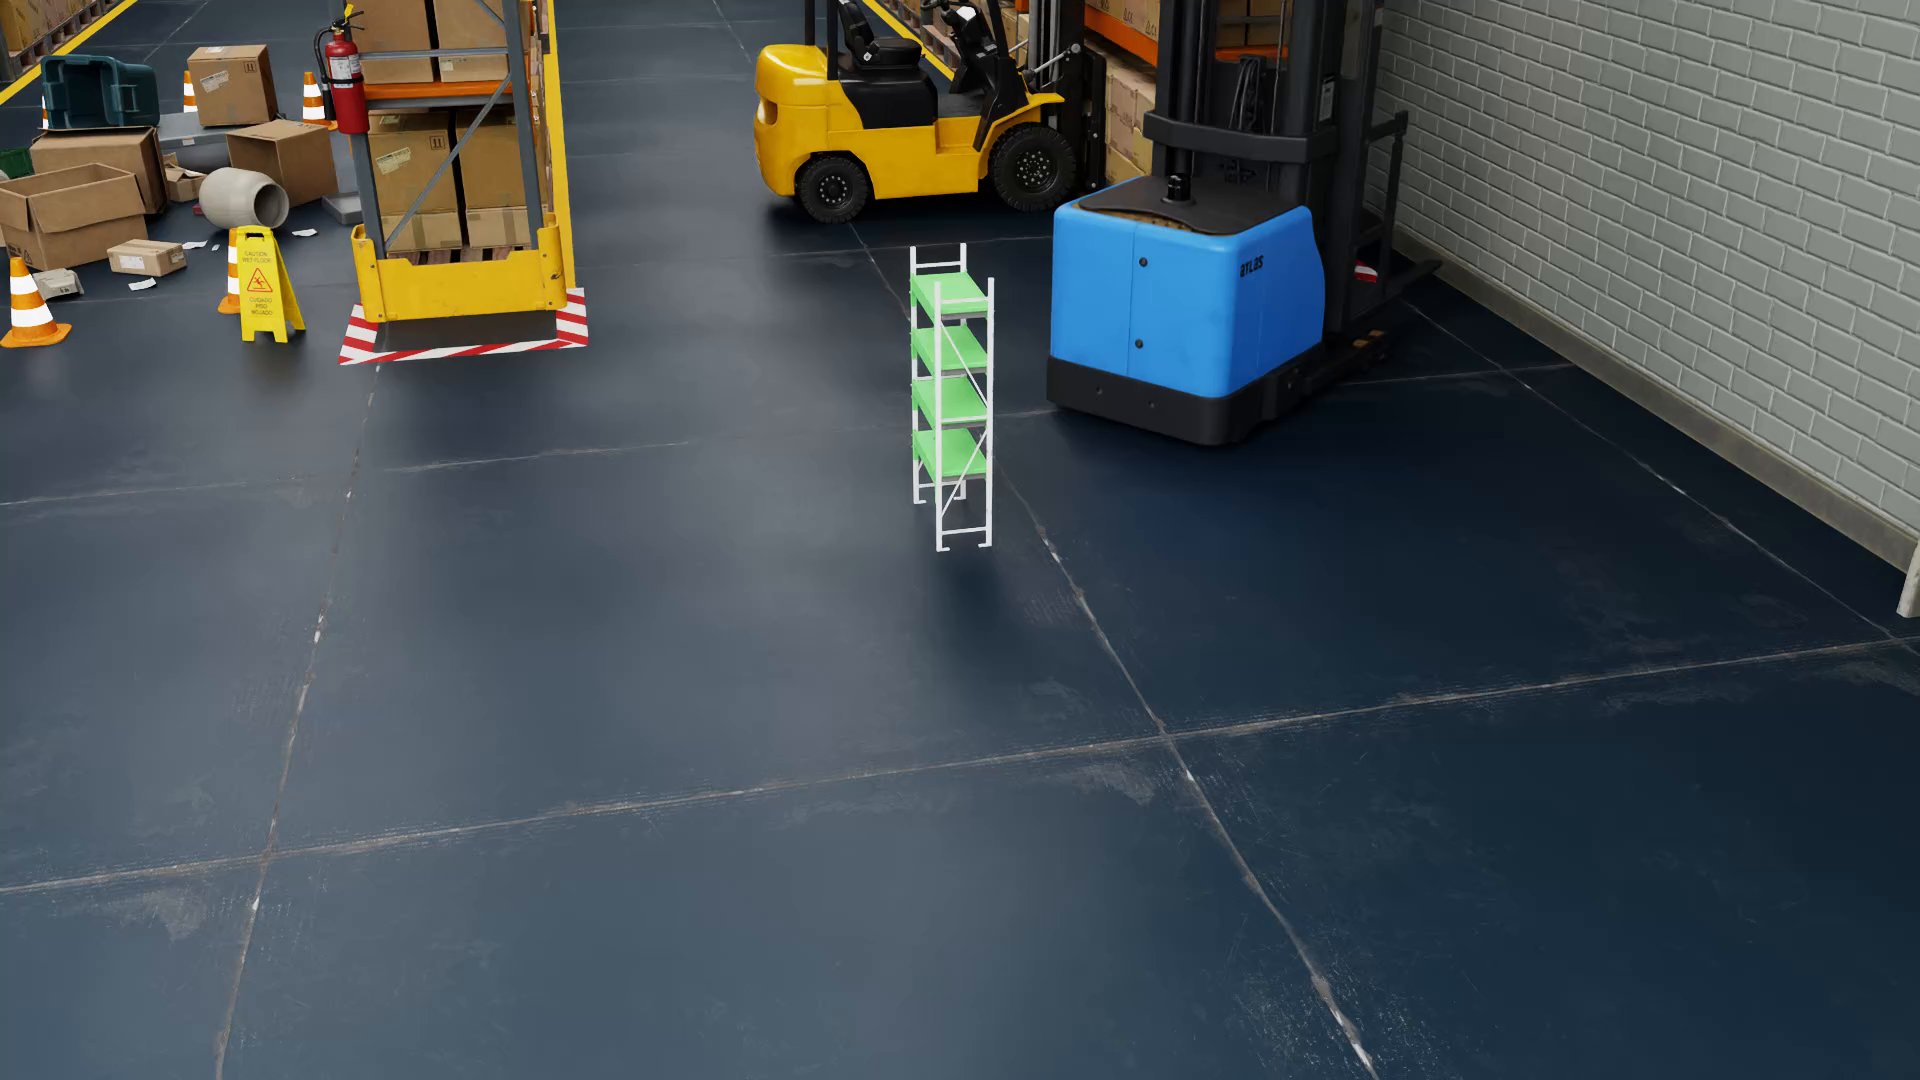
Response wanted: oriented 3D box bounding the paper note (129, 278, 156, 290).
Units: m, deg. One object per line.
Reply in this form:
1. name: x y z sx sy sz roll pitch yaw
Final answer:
1. paper note: -5.106 -1.601 10.389 0.148 0.019 0.142 -16 31 -29

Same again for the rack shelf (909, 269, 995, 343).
1. rack shelf: -0.037 -0.980 6.936 0.258 0.148 0.480 -6 27 -12

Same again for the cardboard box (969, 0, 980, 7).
1. cardboard box: 0.512 -5.002 16.001 0.875 0.625 0.625 -7 28 -14

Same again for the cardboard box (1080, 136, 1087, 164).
1. cardboard box: 1.122 -3.019 12.488 0.500 0.250 0.500 -5 27 -10

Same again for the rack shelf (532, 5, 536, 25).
1. rack shelf: -4.306 -5.027 14.678 1.077 0.370 4.000 -6 27 -12

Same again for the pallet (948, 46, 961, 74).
1. pallet: 0.497 -4.587 16.103 1.003 0.211 1.213 -6 27 -12

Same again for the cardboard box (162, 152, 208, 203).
1. cardboard box: -5.763 -2.674 12.253 0.396 0.266 0.258 19 32 32

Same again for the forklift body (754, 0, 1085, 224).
1. forklift body: -0.324 -3.488 11.773 2.313 2.155 1.214 -6 27 -12

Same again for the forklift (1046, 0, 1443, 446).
1. forklift: 1.744 -2.360 8.673 1.130 2.935 3.031 19 33 33

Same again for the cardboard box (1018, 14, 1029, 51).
1. cardboard box: 0.783 -4.138 13.595 0.500 0.250 0.500 -6 27 -12

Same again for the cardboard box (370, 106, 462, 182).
1. cardboard box: -3.509 -2.563 10.751 0.500 0.500 0.500 -5 27 -10

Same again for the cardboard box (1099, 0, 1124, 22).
1. cardboard box: 1.291 -3.907 11.551 0.500 0.500 0.500 -6 27 -13

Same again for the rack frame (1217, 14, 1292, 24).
1. rack frame: 1.881 -3.220 10.300 1.000 3.000 0.127 -6 27 -12

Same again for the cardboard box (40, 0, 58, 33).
1. cardboard box: -9.705 -5.532 17.189 0.500 0.500 0.500 -7 28 -13

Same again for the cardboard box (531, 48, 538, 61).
1. cardboard box: -3.344 -3.309 12.230 0.500 0.500 0.500 -5 27 -11

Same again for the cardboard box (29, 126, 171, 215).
1. cardboard box: -6.035 -2.584 11.660 0.797 0.637 0.503 -6 27 -12

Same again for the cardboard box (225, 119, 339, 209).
1. cardboard box: -4.940 -2.746 12.134 0.500 0.500 0.500 13 30 24

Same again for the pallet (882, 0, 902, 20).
1. pallet: -0.325 -6.353 19.602 1.003 0.211 1.213 -6 27 -12

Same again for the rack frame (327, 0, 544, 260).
1. rack frame: -2.954 -2.714 9.298 1.000 3.000 0.127 -6 27 -12

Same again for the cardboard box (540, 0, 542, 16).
1. cardboard box: -5.028 -6.168 18.034 0.875 0.875 0.875 -6 27 -11

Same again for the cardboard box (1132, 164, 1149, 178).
1. cardboard box: 1.468 -2.354 11.170 0.500 0.250 0.500 -6 27 -11

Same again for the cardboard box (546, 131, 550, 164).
1. cardboard box: -3.331 -2.965 12.381 0.500 0.250 0.500 -7 28 -13

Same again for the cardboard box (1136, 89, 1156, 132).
1. cardboard box: 1.474 -2.796 10.937 0.500 0.250 0.500 -5 27 -10

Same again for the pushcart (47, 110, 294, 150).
1. pushcart: -6.065 -3.046 12.866 1.648 0.377 0.936 -16 31 -29

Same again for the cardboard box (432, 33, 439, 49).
1. cardboard box: -3.457 -3.195 10.531 0.380 0.149 0.250 -6 27 -11

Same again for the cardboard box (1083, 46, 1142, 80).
1. cardboard box: 1.123 -3.464 12.259 0.500 0.250 0.500 -7 28 -13

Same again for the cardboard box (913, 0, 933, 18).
1. cardboard box: -0.226 -5.967 18.051 0.500 0.500 0.500 -5 27 -10

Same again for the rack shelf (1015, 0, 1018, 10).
1. rack shelf: 0.529 -5.532 15.680 1.077 0.370 4.000 -6 27 -12

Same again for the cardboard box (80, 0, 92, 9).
1. cardboard box: -10.046 -6.207 18.527 0.500 0.500 0.500 -6 27 -13

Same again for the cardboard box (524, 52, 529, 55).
1. cardboard box: -2.893 -3.122 10.385 0.380 0.149 0.250 -6 27 -11

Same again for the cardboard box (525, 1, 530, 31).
1. cardboard box: -2.910 -3.354 10.126 0.500 0.500 0.500 -5 27 -10

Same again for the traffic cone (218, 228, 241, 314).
1. traffic cone: -4.308 -1.639 9.984 0.336 0.463 0.334 -6 27 -12

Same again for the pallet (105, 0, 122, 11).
1. pallet: -10.644 -6.481 19.857 1.003 0.211 1.213 -6 27 -12

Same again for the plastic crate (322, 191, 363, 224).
1. plastic crate: -4.300 -2.394 11.904 0.402 0.080 0.583 -16 31 -29

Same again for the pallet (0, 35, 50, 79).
1. pallet: -9.731 -4.777 16.480 1.003 0.211 1.213 -6 27 -12

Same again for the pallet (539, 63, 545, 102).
1. pallet: -4.311 -4.103 15.145 1.003 0.211 1.213 -6 27 -12

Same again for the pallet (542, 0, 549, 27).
1. pallet: -5.133 -5.869 18.644 1.003 0.211 1.213 -6 27 -12

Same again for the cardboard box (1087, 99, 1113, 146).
1. cardboard box: 1.228 -3.030 11.956 0.500 0.250 0.500 -7 28 -13

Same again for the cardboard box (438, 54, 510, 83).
1. cardboard box: -2.829 -2.772 9.692 0.380 0.149 0.250 -6 27 -11

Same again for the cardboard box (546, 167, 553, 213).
1. cardboard box: -2.974 -2.281 11.025 0.500 0.250 0.500 -5 27 -10

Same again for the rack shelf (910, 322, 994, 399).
1. rack shelf: -0.037 -0.766 7.044 0.258 0.148 0.480 -6 27 -12

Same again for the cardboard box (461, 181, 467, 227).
1. cardboard box: -3.507 -2.230 10.924 0.500 0.250 0.500 -6 27 -11

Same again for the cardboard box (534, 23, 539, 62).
1. cardboard box: -4.465 -4.668 15.620 0.950 0.372 0.625 -6 27 -13

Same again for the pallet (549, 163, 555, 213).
1. pallet: -3.391 -2.397 11.765 1.003 0.211 1.213 -6 27 -12

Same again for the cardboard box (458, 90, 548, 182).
1. cardboard box: -2.994 -2.630 10.885 0.500 0.500 0.500 -7 28 -14

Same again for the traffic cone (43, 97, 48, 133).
1. traffic cone: -7.486 -3.532 13.735 0.336 0.463 0.334 -6 27 -12

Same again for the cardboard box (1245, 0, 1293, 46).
1. cardboard box: 2.040 -3.510 10.764 0.500 0.500 0.500 -5 27 -10

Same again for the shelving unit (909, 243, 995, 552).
1. shelving unit: -0.037 -0.608 7.124 0.258 1.200 0.503 -6 27 -12
